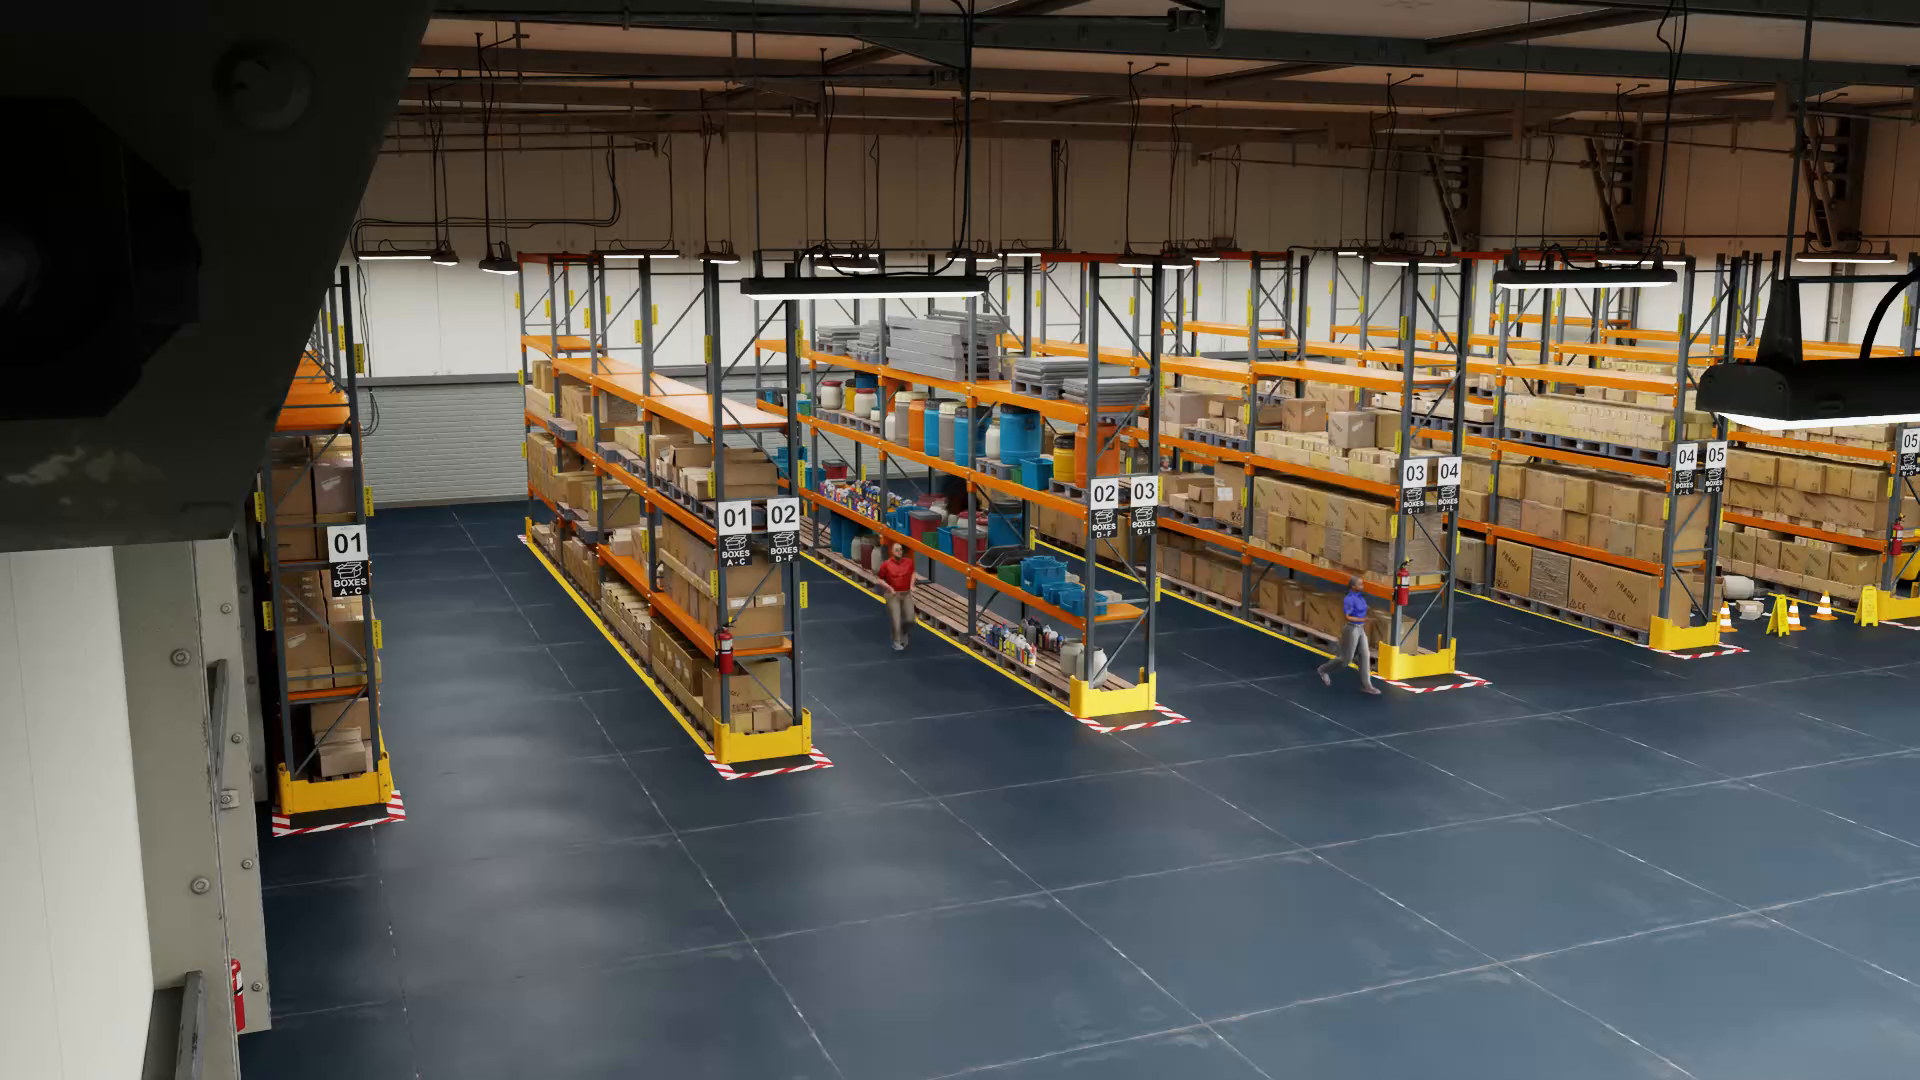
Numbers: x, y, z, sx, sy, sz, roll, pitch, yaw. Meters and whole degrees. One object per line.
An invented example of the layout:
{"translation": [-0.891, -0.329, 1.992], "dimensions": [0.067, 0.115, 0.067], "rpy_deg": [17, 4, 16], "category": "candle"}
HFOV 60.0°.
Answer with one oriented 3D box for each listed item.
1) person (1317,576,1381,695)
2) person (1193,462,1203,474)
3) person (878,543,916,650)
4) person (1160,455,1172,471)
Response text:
{"translation": [5.505, 1.308, 23.292], "dimensions": [0.913, 1.618, 0.607], "rpy_deg": [8, 13, 36], "category": "person"}
{"translation": [5.895, -2.051, 41.534], "dimensions": [0.549, 1.696, 0.760], "rpy_deg": [7, 13, 34], "category": "person"}
{"translation": [-0.926, 0.880, 25.517], "dimensions": [0.638, 1.681, 0.586], "rpy_deg": [-3, 11, -18], "category": "person"}
{"translation": [4.466, -1.007, 35.905], "dimensions": [0.585, 1.653, 0.528], "rpy_deg": [-5, 11, -23], "category": "person"}
